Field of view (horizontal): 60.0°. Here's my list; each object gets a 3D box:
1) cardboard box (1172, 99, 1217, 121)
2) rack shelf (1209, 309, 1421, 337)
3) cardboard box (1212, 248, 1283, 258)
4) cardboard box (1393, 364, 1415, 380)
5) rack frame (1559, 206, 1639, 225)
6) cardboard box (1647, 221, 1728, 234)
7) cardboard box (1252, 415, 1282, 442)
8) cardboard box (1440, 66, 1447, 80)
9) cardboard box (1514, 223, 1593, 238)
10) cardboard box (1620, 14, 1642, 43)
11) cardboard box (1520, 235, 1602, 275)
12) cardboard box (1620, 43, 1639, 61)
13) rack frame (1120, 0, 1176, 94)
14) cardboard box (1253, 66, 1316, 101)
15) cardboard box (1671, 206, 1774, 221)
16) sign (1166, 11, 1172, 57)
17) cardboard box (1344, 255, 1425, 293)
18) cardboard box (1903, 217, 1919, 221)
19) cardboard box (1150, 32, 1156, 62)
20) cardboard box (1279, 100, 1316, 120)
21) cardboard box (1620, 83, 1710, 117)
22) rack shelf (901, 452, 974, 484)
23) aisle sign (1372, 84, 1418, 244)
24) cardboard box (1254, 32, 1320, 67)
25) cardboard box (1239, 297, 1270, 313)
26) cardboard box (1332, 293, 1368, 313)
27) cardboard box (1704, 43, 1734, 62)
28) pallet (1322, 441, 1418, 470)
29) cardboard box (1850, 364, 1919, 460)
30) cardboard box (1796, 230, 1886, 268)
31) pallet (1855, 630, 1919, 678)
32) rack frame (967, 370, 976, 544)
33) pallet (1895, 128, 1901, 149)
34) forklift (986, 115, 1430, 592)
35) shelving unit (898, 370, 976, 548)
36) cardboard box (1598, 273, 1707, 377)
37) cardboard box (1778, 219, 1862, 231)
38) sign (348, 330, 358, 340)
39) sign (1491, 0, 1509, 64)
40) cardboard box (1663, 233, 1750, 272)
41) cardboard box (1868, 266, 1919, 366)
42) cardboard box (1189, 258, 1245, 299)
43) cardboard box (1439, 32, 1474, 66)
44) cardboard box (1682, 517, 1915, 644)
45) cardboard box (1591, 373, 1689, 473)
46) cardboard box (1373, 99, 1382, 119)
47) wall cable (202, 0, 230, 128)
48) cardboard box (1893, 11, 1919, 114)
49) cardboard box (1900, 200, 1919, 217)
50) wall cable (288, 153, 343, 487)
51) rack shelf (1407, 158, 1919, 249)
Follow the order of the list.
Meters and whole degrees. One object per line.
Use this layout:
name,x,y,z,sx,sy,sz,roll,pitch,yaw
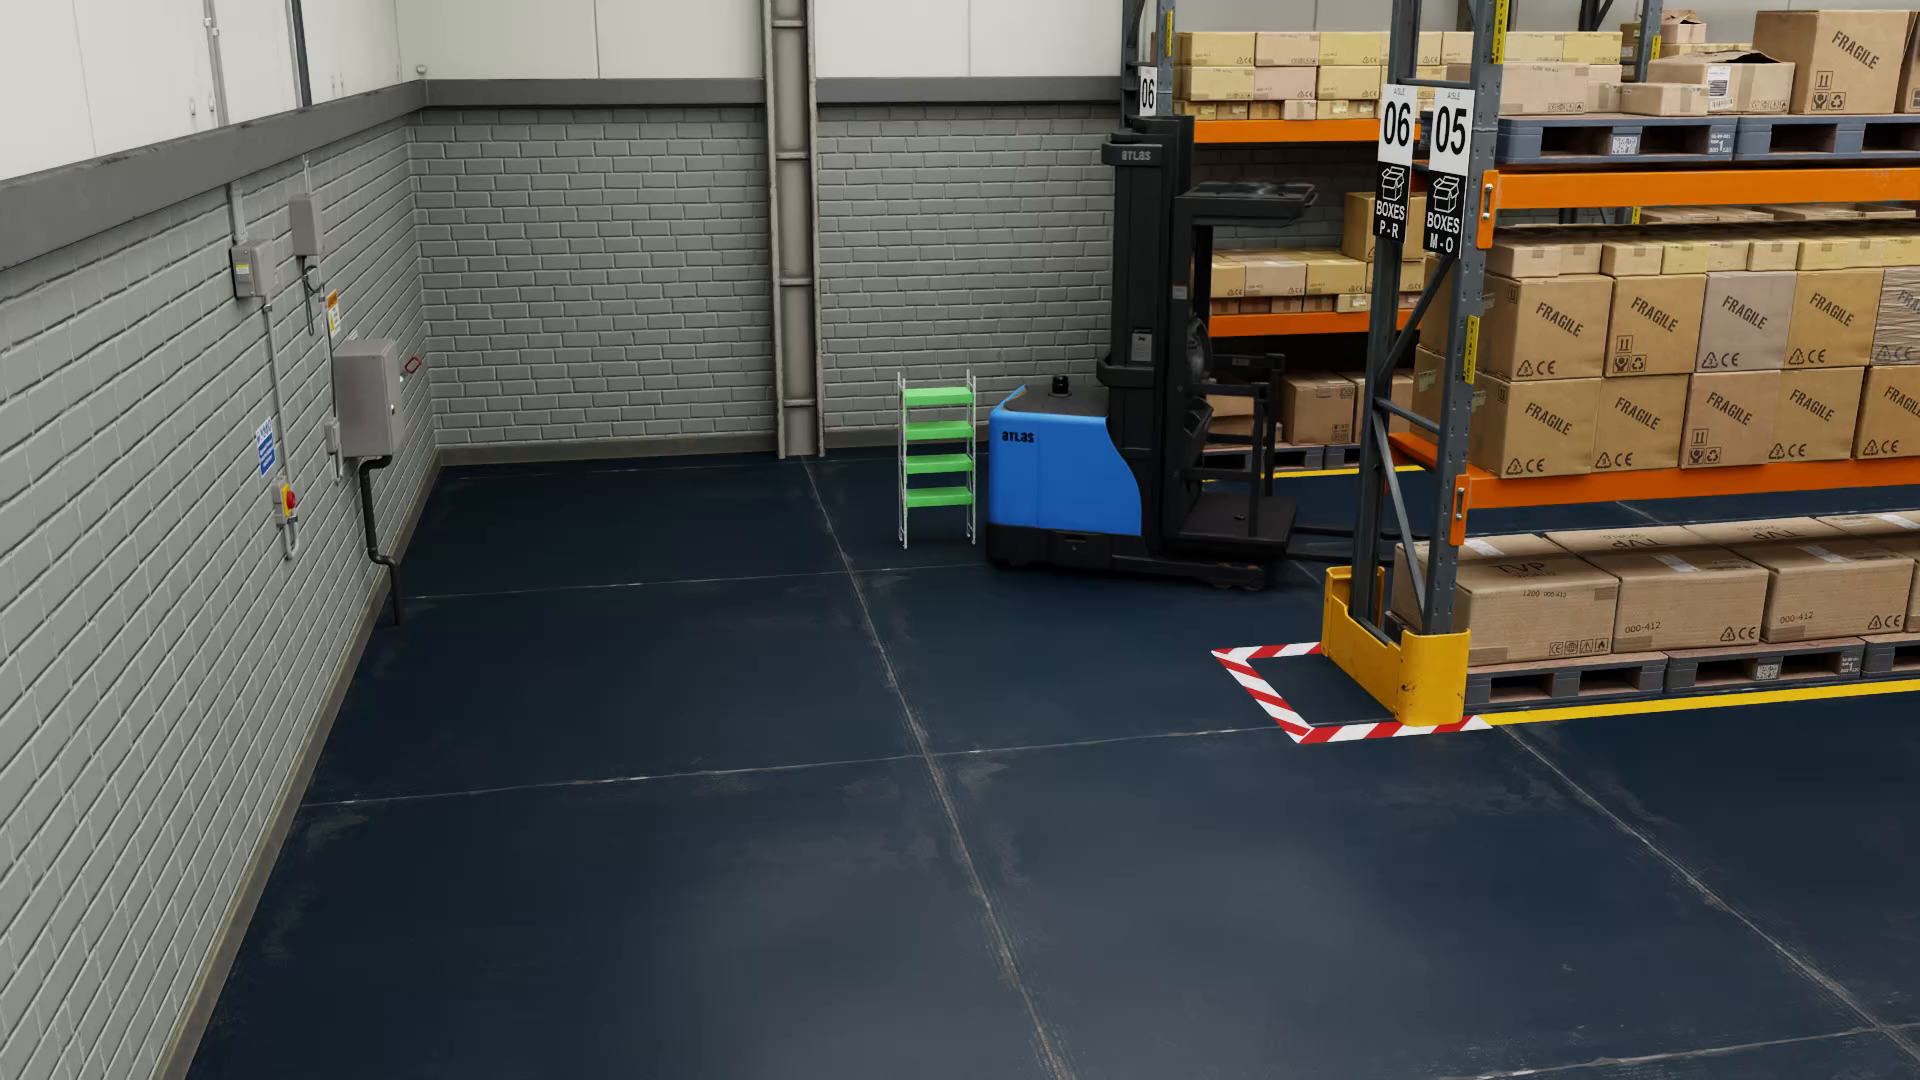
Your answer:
cardboard box,1.806,-3.333,12.873,0.250,0.149,0.380,-3,17,-9
rack shelf,3.413,-1.836,13.905,4.000,0.370,1.077,-3,17,-10
cardboard box,2.357,-2.269,13.840,0.500,0.250,0.500,-3,17,-10
cardboard box,3.934,-1.175,14.071,0.500,0.500,0.700,-4,18,-13
rack frame,5.377,-2.291,14.162,0.127,3.000,1.000,-3,17,-10
cardboard box,3.951,-1.638,9.058,0.250,0.149,0.380,-3,17,-9
cardboard box,2.492,-0.925,13.856,0.250,0.149,0.380,-4,18,-13
cardboard box,3.937,-3.639,13.191,0.500,0.250,0.500,-3,17,-9
cardboard box,3.191,-1.611,8.969,0.250,0.149,0.380,-3,17,-11
cardboard box,5.664,-4.230,13.698,0.258,0.266,0.396,-3,17,-11
cardboard box,3.040,-1.448,8.441,0.250,0.149,0.380,-3,17,-9
cardboard box,5.649,-4.046,13.803,0.250,0.149,0.380,-3,17,-11
rack frame,1.449,-4.936,12.556,0.127,3.000,1.000,-3,17,-10
cardboard box,2.432,-3.553,12.910,0.500,0.250,0.500,-3,17,-9
cardboard box,6.403,-2.531,14.058,0.500,0.500,0.700,-3,17,-10
sign,1.552,-3.764,12.359,0.005,0.325,0.100,-3,17,-10
cardboard box,3.436,-2.178,13.544,0.500,0.250,0.500,-4,17,-12
cardboard box,5.471,-1.708,9.286,0.250,0.149,0.380,-3,17,-11
cardboard box,1.833,-3.917,13.244,0.500,0.250,0.500,-4,17,-12
cardboard box,2.578,-3.349,12.924,0.250,0.149,0.380,-3,17,-9
cardboard box,3.507,-2.194,8.280,0.250,0.149,0.380,-3,17,-8
rack shelf,-0.163,-0.503,11.624,0.480,0.148,0.258,-3,17,-10
aisle sign,2.265,-1.966,8.675,0.004,0.787,0.394,-3,17,-10
cardboard box,2.436,-3.787,12.821,0.500,0.250,0.500,-3,17,-11
cardboard box,2.317,-1.940,13.446,0.250,0.149,0.380,-3,17,-11
cardboard box,3.098,-1.945,13.463,0.250,0.149,0.380,-4,17,-12
cardboard box,6.001,-3.921,13.396,0.250,0.149,0.380,-3,17,-10
pallet,3.502,-0.851,14.223,1.213,0.211,1.003,-3,17,-10
cardboard box,4.920,-0.746,8.962,0.500,0.500,0.500,-4,17,-11
cardboard box,4.574,-1.516,8.662,0.250,0.149,0.380,-3,17,-10
pallet,5.561,0.492,9.849,1.213,0.211,1.003,-3,17,-10
rack frame,0.077,-0.578,11.650,0.015,1.200,0.240,-3,17,-10
pallet,5.517,-2.209,8.938,1.213,0.211,1.003,-3,17,-10
forklift,1.754,-1.241,10.859,3.031,2.935,1.130,5,18,15
shelving unit,-0.163,-0.564,11.606,0.503,1.200,0.258,-3,17,-10
cardboard box,3.426,-1.139,8.537,0.500,0.500,0.500,-4,17,-12
cardboard box,4.718,-1.668,9.155,0.250,0.149,0.380,-3,17,-11
sign,-3.690,-1.016,10.172,0.001,0.494,0.329,-3,17,-10
sign,2.494,-2.367,7.676,0.005,0.325,0.100,-3,17,-10
cardboard box,3.819,-1.480,8.542,0.250,0.149,0.380,-3,17,-10
cardboard box,4.913,-1.223,8.812,0.500,0.500,0.500,-3,17,-10
cardboard box,1.946,-2.086,13.245,0.500,0.250,0.500,-3,17,-10
cardboard box,3.931,-3.880,13.125,0.500,0.250,0.500,-3,17,-9
cardboard box,4.806,0.218,9.643,0.875,0.438,0.875,-4,17,-12
cardboard box,3.412,-0.666,8.699,0.500,0.500,0.500,-3,17,-11
cardboard box,3.330,-3.390,13.060,0.250,0.149,0.380,-3,17,-10
wall cable,-3.137,-3.107,6.602,0.029,3.000,0.463,-3,17,-10
cardboard box,5.004,-2.508,8.697,0.637,0.503,0.797,-2,17,-6
cardboard box,8.769,-2.779,14.865,0.500,0.500,0.500,-2,17,-8
wall cable,-3.418,-1.211,8.914,0.122,1.984,0.588,-3,17,-10
rack shelf,4.358,-1.839,8.807,4.000,0.370,1.077,-3,17,-10
